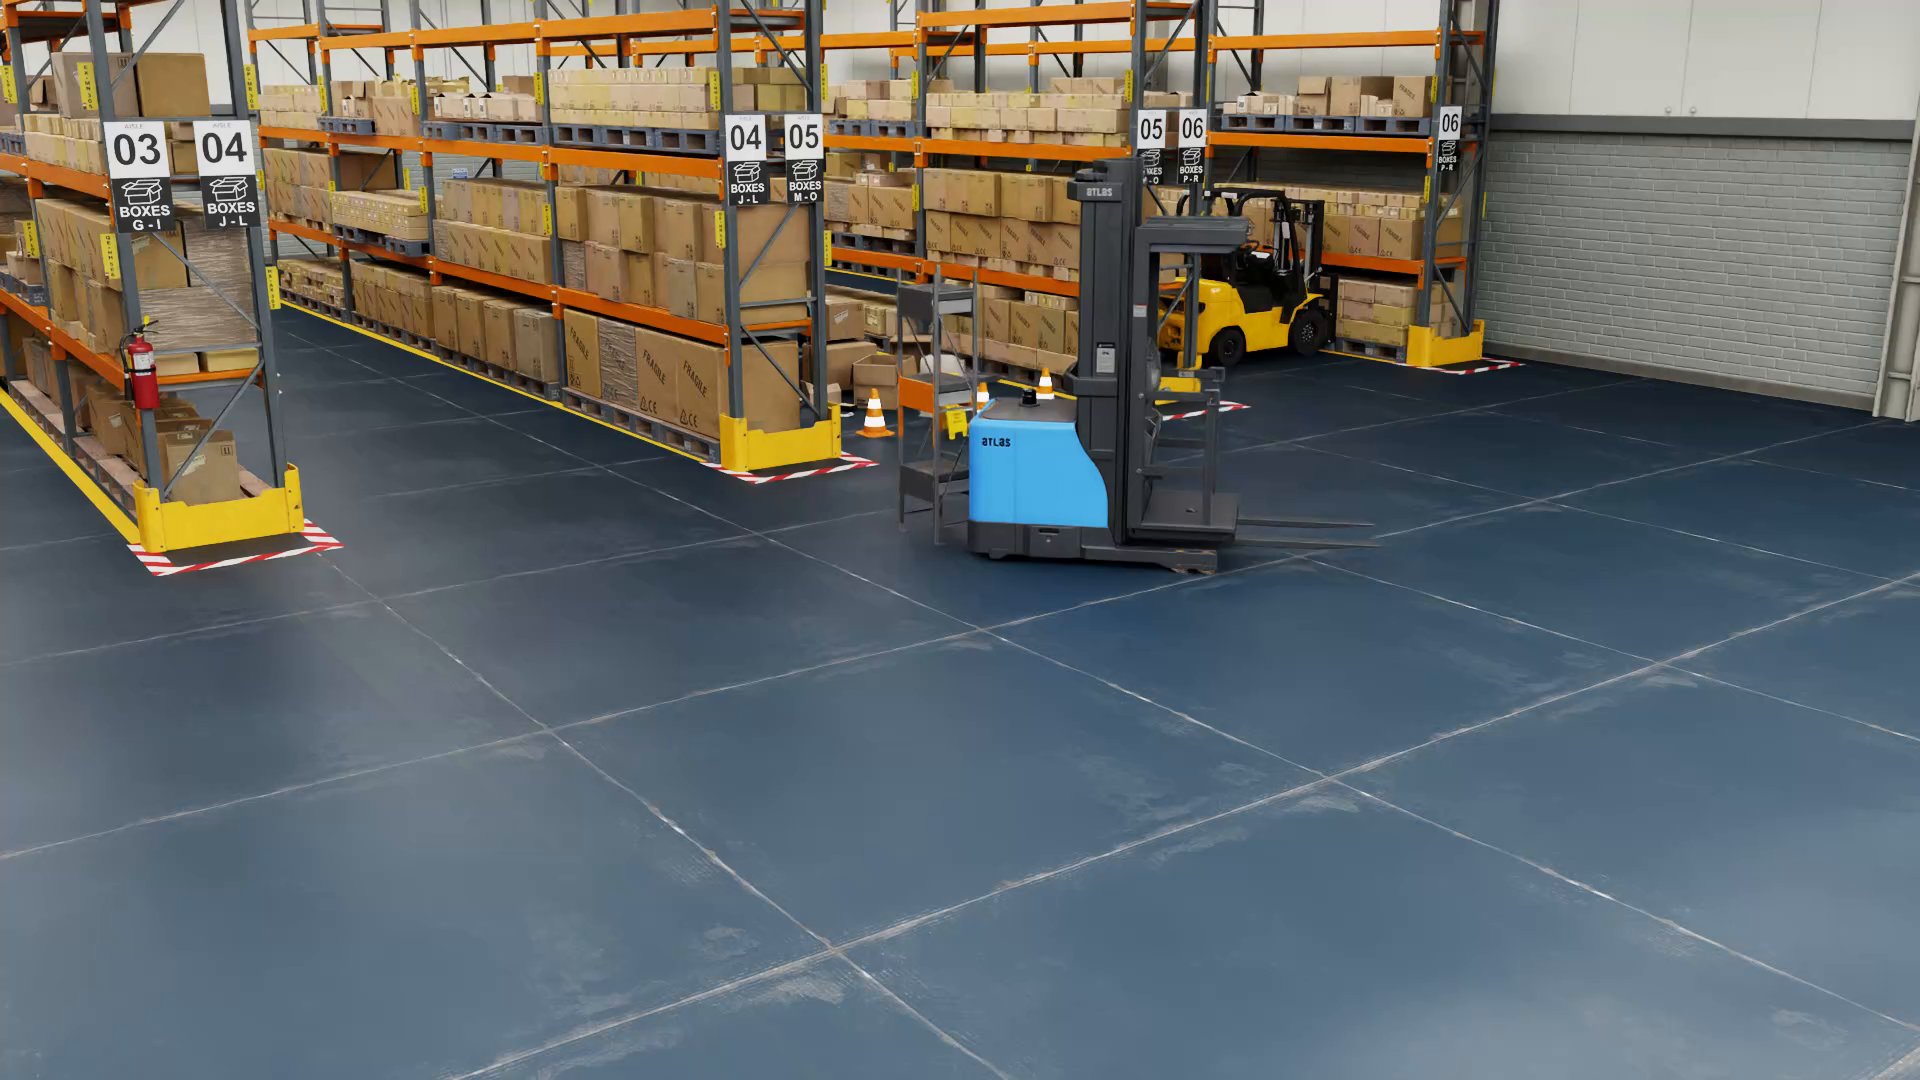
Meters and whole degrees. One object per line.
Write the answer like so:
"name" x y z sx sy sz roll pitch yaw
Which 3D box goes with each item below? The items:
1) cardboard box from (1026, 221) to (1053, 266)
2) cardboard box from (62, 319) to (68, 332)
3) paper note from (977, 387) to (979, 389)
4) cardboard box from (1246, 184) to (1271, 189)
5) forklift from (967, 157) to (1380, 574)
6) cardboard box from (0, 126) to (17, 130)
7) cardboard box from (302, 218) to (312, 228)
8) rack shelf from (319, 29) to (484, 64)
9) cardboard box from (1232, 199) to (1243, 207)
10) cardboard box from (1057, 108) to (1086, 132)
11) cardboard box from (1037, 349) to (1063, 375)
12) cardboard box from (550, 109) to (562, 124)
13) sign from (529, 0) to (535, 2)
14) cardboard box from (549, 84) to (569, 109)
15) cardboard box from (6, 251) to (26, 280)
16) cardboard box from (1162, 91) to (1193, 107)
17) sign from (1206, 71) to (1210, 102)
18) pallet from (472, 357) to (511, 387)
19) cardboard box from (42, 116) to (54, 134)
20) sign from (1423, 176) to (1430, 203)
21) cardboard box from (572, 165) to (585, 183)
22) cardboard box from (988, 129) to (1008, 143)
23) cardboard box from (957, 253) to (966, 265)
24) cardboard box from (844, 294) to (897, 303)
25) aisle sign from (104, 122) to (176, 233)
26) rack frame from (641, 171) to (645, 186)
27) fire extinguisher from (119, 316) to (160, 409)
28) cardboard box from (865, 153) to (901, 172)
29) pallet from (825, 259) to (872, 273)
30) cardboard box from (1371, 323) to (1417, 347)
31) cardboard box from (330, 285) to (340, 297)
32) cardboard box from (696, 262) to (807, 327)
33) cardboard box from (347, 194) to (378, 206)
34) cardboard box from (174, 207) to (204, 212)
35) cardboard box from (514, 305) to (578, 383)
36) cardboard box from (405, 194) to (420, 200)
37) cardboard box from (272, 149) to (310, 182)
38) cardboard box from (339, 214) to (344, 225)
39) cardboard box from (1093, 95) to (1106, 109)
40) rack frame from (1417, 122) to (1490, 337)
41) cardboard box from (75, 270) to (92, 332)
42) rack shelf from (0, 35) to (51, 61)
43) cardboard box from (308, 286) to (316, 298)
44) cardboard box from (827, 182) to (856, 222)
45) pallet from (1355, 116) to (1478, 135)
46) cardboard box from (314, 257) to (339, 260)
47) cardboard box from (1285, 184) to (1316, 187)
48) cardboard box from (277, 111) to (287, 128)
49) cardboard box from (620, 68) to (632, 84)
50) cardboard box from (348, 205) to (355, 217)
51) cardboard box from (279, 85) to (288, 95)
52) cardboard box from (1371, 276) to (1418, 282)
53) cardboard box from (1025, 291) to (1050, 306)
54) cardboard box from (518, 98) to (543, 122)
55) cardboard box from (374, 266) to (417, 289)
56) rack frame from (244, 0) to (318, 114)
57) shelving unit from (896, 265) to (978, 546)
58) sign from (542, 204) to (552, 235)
"cardboard box" 1.115 -3.471 19.324 0.500 0.500 0.500 -11 19 -35
"cardboard box" -7.940 -1.989 15.138 0.380 0.149 0.250 -11 19 -35
"paper note" 0.198 -1.791 19.563 0.148 0.019 0.142 10 18 33
"cardboard box" 4.231 -4.912 23.361 0.380 0.149 0.250 -11 19 -36
"forklift" 1.623 -1.317 12.334 3.031 2.935 1.130 3 16 10
"cardboard box" -9.799 -4.178 17.262 0.500 0.250 0.500 -10 18 -33
"cardboard box" -10.096 -4.990 26.102 0.380 0.149 0.250 -10 18 -33
"rack shelf" -7.585 -6.691 22.595 1.077 0.370 4.000 -11 19 -35
"cardboard box" 4.028 -4.814 23.565 0.380 0.149 0.250 -10 18 -33
"cardboard box" 1.436 -4.687 18.556 0.500 0.250 0.500 -11 19 -35
"cardboard box" 1.248 -2.110 19.518 0.500 0.250 0.500 -11 19 -34
"cardboard box" -4.119 -4.502 17.650 0.380 0.149 0.250 -11 19 -35
"sign" -7.621 -9.744 29.561 0.100 0.325 0.005 -11 19 -35
"cardboard box" -3.997 -4.677 17.534 0.500 0.250 0.500 -11 19 -34
"cardboard box" -9.682 -2.898 17.471 0.500 0.250 0.500 -12 19 -36
"cardboard box" 3.277 -6.388 24.236 0.500 0.311 0.500 -12 19 -36
"sign" 2.678 -4.944 18.120 0.100 0.325 0.005 -11 19 -35
"pallet" -5.294 -2.124 20.438 1.003 0.211 1.213 -11 19 -35
"cardboard box" -7.568 -3.533 14.150 0.380 0.149 0.250 -11 19 -36
"sign" 5.805 -4.354 20.661 0.100 0.325 0.005 -11 19 -35
"cardboard box" -6.499 -6.574 29.329 0.500 0.500 0.500 -11 19 -35
"cardboard box" 0.559 -4.778 19.644 0.380 0.149 0.250 -11 19 -36
"cardboard box" 0.184 -3.509 20.692 0.380 0.149 0.250 -11 19 -35
"cardboard box" -1.259 -3.193 23.244 0.950 0.372 0.625 -10 18 -33
"aisle sign" -5.983 -2.647 12.142 0.394 0.787 0.004 -11 19 -35
"rack frame" -4.817 -5.554 27.686 1.000 3.000 0.127 -11 19 -35
"fire extinguisher" -6.083 -1.320 12.363 0.296 0.674 0.183 -11 19 -35
"cardboard box" -1.464 -7.117 31.698 0.500 0.500 0.500 -11 19 -36
"pallet" -1.929 -5.388 32.361 1.003 0.211 1.213 -11 19 -35
"cardboard box" 5.720 -2.690 21.637 0.500 0.250 0.500 -11 19 -34
"cardboard box" -9.373 -3.809 25.351 0.380 0.149 0.250 -12 19 -37
"cardboard box" -1.961 -2.346 15.682 0.875 0.550 0.550 -11 19 -35
"cardboard box" -8.440 -4.809 23.519 0.380 0.149 0.250 -11 19 -35
"cardboard box" -6.464 -2.501 13.886 0.500 0.500 0.500 -11 19 -35
"cardboard box" -4.495 -2.292 19.233 1.050 0.750 0.750 -11 19 -35
"cardboard box" -7.602 -4.798 23.479 0.380 0.149 0.250 -12 19 -37
"cardboard box" -10.762 -6.048 26.845 0.500 0.500 0.500 -10 18 -33
"cardboard box" -8.734 -4.632 23.996 0.380 0.149 0.250 -11 18 -34
"cardboard box" 1.681 -4.789 18.175 0.380 0.149 0.250 -10 18 -34
"rack frame" 6.252 -3.763 21.142 1.000 3.000 0.127 -11 19 -35
"cardboard box" -7.013 -2.077 14.229 0.875 0.500 0.500 -11 19 -35
"rack shelf" -11.657 -5.942 19.861 1.077 0.370 4.000 -11 19 -35
"cardboard box" -10.144 -3.956 26.452 0.380 0.149 0.250 -11 19 -35
"cardboard box" -1.470 -4.631 22.767 0.500 0.500 0.500 -12 19 -37
"pallet" 5.857 -5.322 21.324 1.003 0.211 1.213 -11 19 -35
"cardboard box" -10.597 -4.659 27.894 0.380 0.149 0.250 -11 19 -34
"cardboard box" 4.810 -4.942 23.469 0.380 0.149 0.250 -11 19 -36
"cardboard box" -10.437 -6.636 26.241 0.500 0.250 0.500 -12 19 -36
"cardboard box" -3.075 -4.507 16.161 0.380 0.149 0.250 -11 19 -34
"cardboard box" -8.442 -4.668 23.565 0.380 0.149 0.250 -12 19 -37
"cardboard box" -10.414 -7.033 25.991 0.380 0.149 0.250 -10 18 -33
"cardboard box" 5.825 -3.359 22.187 0.500 0.250 0.500 -11 19 -34
"cardboard box" 0.988 -2.852 19.577 0.380 0.149 0.250 -10 18 -32
"cardboard box" -4.602 -4.807 18.574 0.500 0.250 0.500 -11 19 -34
"cardboard box" -7.929 -3.701 23.435 0.500 0.250 0.500 -10 18 -32
"rack frame" -11.113 -8.512 27.129 1.000 3.000 0.127 -11 19 -35
"shelving unit" -0.176 -1.052 12.943 0.431 2.100 0.503 -11 19 -34
"sign" -4.491 -3.490 18.101 0.100 0.325 0.005 -11 19 -35
